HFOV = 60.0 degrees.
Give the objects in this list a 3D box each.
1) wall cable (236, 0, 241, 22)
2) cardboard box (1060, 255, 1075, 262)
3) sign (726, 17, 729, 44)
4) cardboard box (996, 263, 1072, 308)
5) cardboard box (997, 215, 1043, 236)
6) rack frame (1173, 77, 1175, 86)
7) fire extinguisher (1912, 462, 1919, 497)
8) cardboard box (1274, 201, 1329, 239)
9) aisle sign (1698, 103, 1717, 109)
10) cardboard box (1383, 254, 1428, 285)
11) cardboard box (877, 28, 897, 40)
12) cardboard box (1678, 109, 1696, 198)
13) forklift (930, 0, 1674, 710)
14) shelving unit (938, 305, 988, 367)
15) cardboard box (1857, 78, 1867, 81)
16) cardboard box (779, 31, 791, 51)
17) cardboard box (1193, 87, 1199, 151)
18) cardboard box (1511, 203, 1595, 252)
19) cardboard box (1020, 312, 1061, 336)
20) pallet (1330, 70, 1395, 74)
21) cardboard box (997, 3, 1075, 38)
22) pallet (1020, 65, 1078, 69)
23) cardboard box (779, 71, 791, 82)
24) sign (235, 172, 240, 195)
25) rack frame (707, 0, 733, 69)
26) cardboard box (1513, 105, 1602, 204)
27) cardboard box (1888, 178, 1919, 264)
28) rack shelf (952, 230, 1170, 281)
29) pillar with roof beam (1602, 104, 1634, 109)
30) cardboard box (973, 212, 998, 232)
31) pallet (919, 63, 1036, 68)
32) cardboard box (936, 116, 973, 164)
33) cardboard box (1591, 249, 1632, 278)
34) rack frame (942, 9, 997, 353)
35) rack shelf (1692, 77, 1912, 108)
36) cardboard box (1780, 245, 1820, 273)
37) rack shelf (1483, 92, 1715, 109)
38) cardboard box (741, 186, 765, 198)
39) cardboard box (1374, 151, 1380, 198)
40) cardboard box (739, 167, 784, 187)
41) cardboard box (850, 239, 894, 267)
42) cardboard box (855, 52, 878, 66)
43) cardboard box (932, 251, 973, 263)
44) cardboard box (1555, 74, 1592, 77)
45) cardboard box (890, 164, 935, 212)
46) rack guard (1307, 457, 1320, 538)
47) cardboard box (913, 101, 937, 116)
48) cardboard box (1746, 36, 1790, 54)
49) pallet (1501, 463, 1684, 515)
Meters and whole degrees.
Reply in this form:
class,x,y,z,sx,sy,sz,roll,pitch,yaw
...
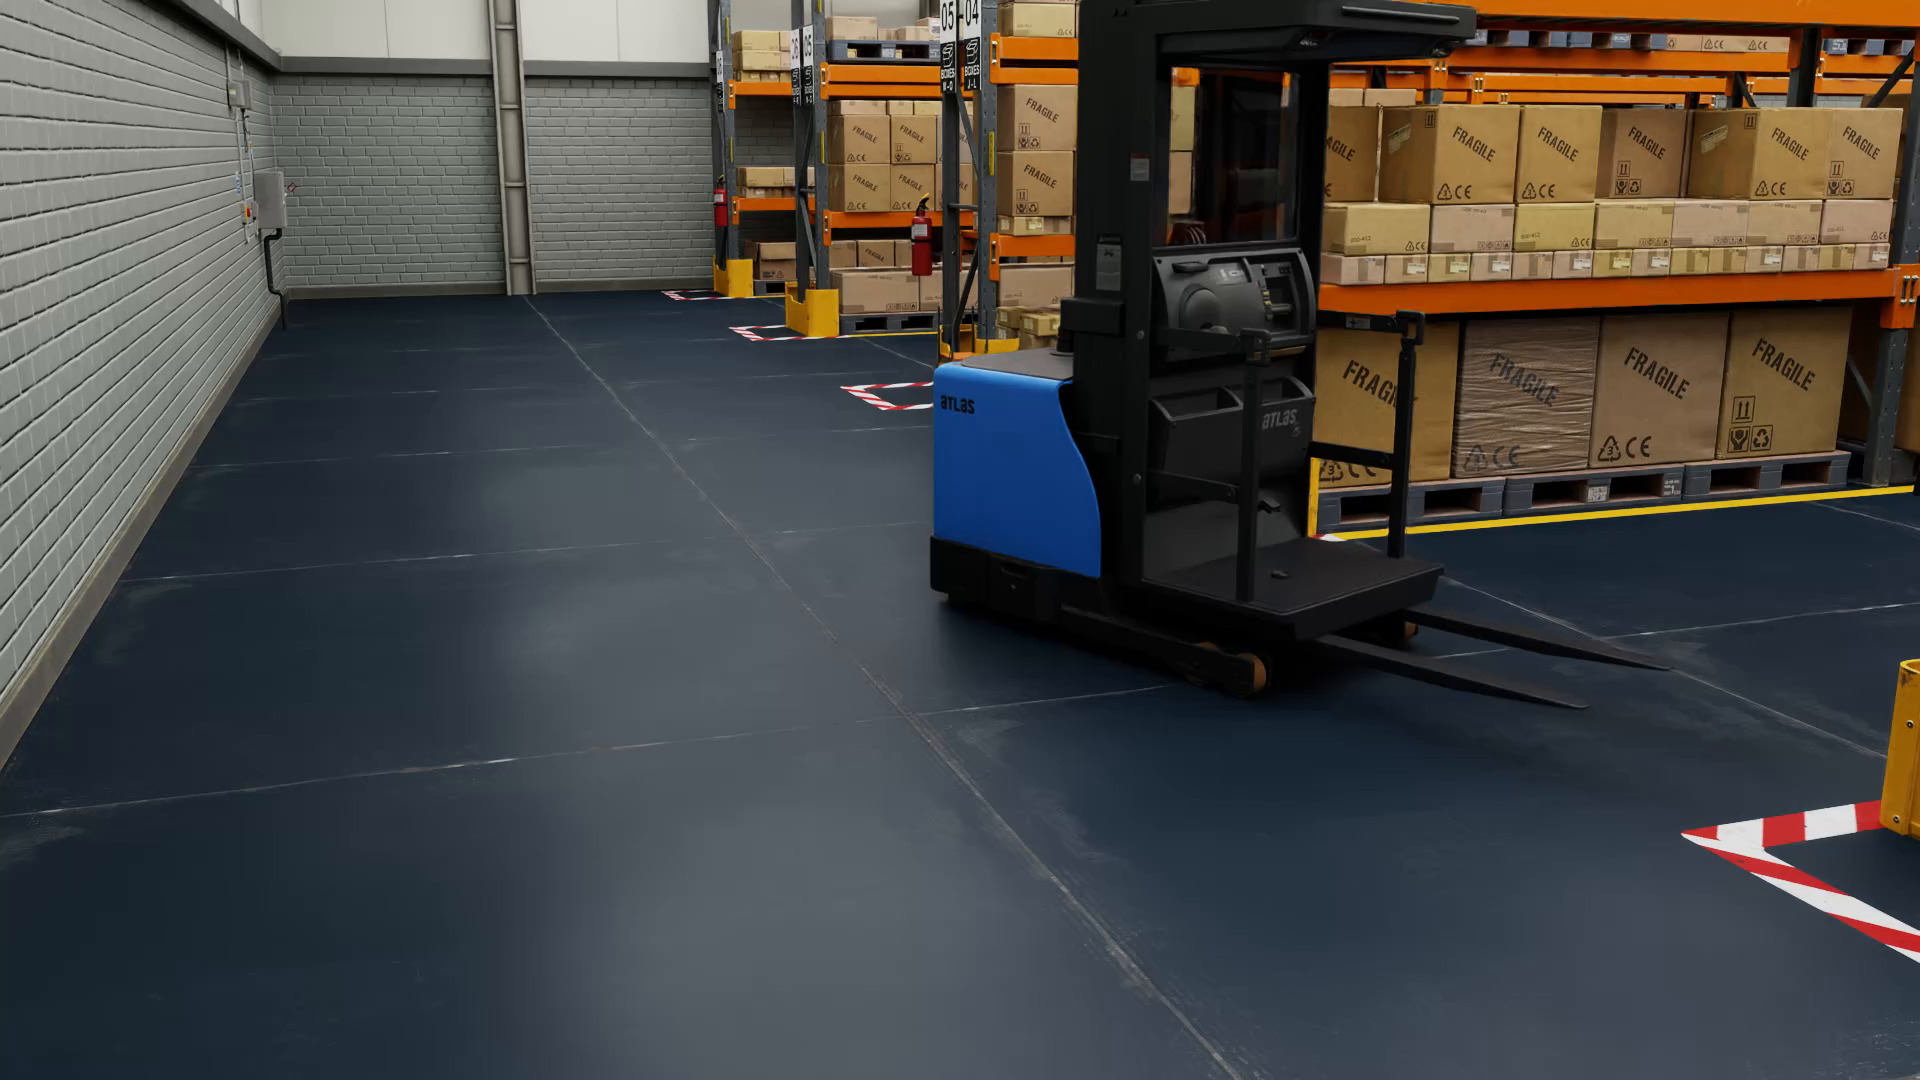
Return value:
class,x,y,z,sx,sy,sz,roll,pitch,yaw
wall cable,-7.998,-6.991,18.504,0.133,3.039,2.988,-4,14,-18
cardboard box,1.630,-4.156,24.127,0.500,0.500,0.500,-5,14,-19
sign,-3.020,-6.610,21.580,0.005,0.325,0.100,-4,14,-18
cardboard box,0.707,-2.920,19.068,0.875,0.438,0.875,-5,14,-20
cardboard box,0.480,-2.508,13.248,0.250,0.149,0.380,-5,14,-19
rack frame,2.185,-4.052,19.194,0.127,3.000,1.000,-4,14,-18
fire extinguisher,2.846,-0.366,4.673,0.183,0.674,0.296,-4,14,-18
cardboard box,1.929,-1.749,9.194,0.500,0.250,0.500,-5,14,-19
aisle sign,12.127,-7.231,26.942,0.004,0.787,0.394,-4,14,-18
cardboard box,2.239,-1.434,8.731,0.250,0.149,0.380,-5,14,-19
cardboard box,-0.837,-5.448,18.001,0.250,0.149,0.380,-6,14,-22
cardboard box,4.341,-2.301,9.894,0.500,0.500,0.500,-4,14,-18
forklift,1.235,-0.973,6.401,1.130,2.935,3.031,-12,18,-41
shelving unit,0.014,-0.585,8.508,0.189,1.200,0.258,-4,14,-18
cardboard box,11.605,-6.062,21.707,0.250,0.149,0.380,-4,14,-18
cardboard box,-2.204,-6.630,22.153,0.500,0.250,0.500,-5,14,-18
cardboard box,2.037,-3.443,13.618,0.500,0.500,0.500,-5,14,-20
cardboard box,3.063,-1.707,9.019,0.500,0.250,0.500,-5,14,-20
cardboard box,0.673,-1.749,13.482,0.250,0.149,0.380,-5,14,-21
pallet,4.324,-5.572,19.512,1.213,0.211,1.003,-4,14,-15
cardboard box,0.575,-4.042,12.994,0.500,0.250,0.500,-4,14,-16
pallet,1.406,-5.410,18.613,1.213,0.211,1.003,-4,14,-18
cardboard box,-2.328,-6.195,22.265,0.250,0.149,0.380,-4,14,-18
sign,-6.986,-3.452,16.087,0.001,0.218,0.327,-4,14,-18
rack frame,-3.193,-7.763,21.834,0.127,3.000,1.000,-4,14,-18
cardboard box,3.058,-2.072,8.933,0.500,0.500,0.500,-5,14,-20
cardboard box,5.861,-1.906,9.957,0.500,0.500,0.500,-4,14,-18
rack shelf,1.964,-2.476,14.124,4.000,0.370,1.077,-4,14,-18
pillar with roof beam,12.397,-8.146,23.445,0.400,9.000,9.100,-4,14,-18
cardboard box,0.287,-2.642,13.811,0.250,0.149,0.380,-4,14,-18
pallet,0.252,-5.321,18.238,1.213,0.211,1.003,-4,14,-18
cardboard box,-0.088,-4.344,18.046,0.500,0.500,0.500,-5,14,-18
cardboard box,3.454,-1.528,9.129,0.250,0.149,0.380,-5,14,-19
rack frame,0.068,-2.678,13.420,0.127,3.000,1.000,-4,14,-18
rack shelf,11.663,-5.899,22.033,4.000,0.370,1.077,-4,14,-18
cardboard box,4.674,-1.624,9.530,0.250,0.149,0.380,-5,14,-19
rack shelf,10.076,-6.987,26.609,4.000,0.370,1.077,-4,14,-18
cardboard box,-2.794,-4.687,22.407,0.250,0.149,0.380,-5,14,-18
cardboard box,3.491,-3.069,14.205,0.500,0.500,0.500,-4,14,-18
cardboard box,-2.677,-4.891,22.404,0.500,0.250,0.500,-4,14,-18
cardboard box,-1.227,-3.929,23.173,0.500,0.500,0.500,-4,14,-17
cardboard box,-1.238,-6.469,22.556,0.500,0.250,0.500,-5,14,-19
cardboard box,-0.103,-4.039,24.045,0.500,0.311,0.500,-4,14,-16
cardboard box,7.413,-5.975,20.576,0.637,0.503,0.797,-4,14,-18
cardboard box,-0.589,-3.821,18.008,0.500,0.500,0.500,-5,14,-19
rack guard,1.532,-0.365,9.097,0.348,0.500,1.175,-4,14,-18
cardboard box,-0.429,-4.625,17.826,0.250,0.149,0.380,-5,14,-20
cardboard box,7.190,-4.679,15.132,0.500,0.500,0.500,-4,14,-18
pallet,3.442,-0.392,9.833,1.213,0.211,1.003,-4,14,-18
